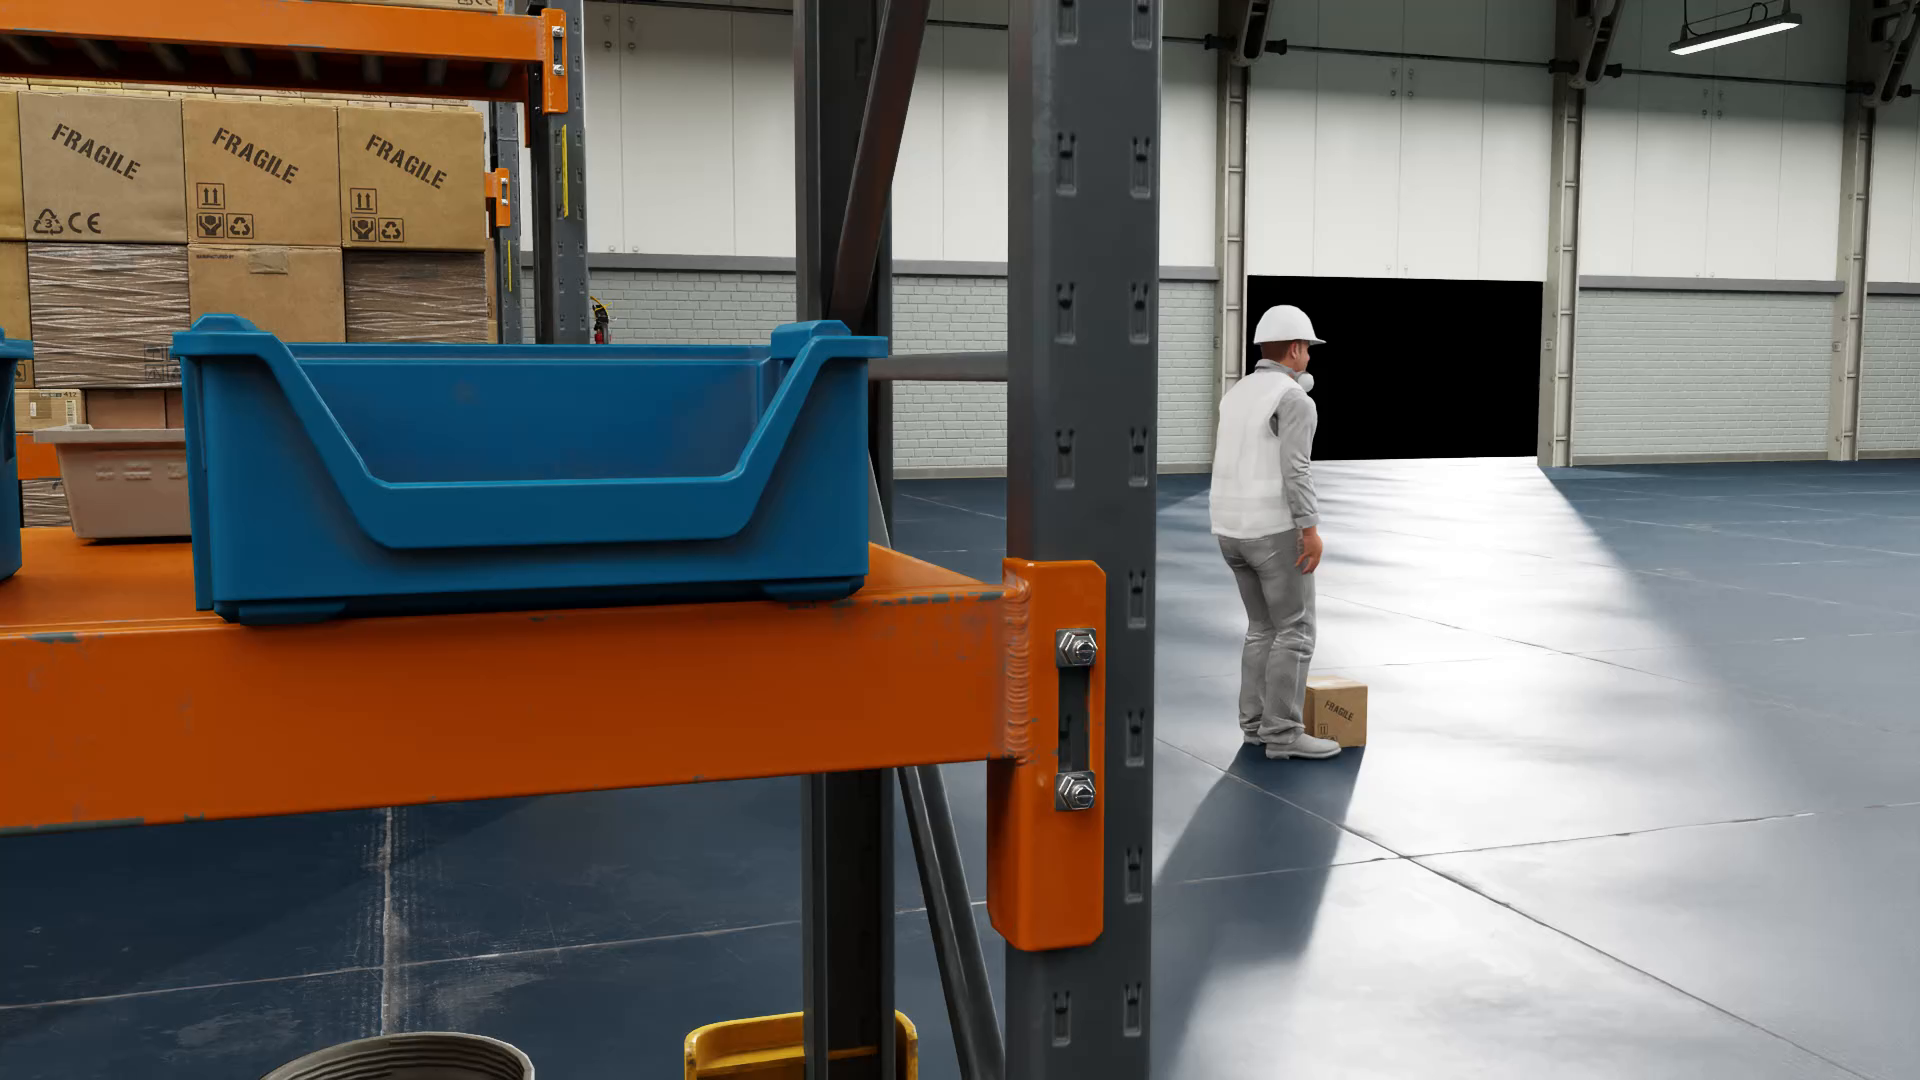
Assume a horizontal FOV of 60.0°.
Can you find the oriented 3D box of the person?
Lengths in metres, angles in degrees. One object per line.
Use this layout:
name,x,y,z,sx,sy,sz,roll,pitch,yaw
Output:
person,1.246,-0.044,6.638,0.476,1.769,0.581,-2,6,-22
